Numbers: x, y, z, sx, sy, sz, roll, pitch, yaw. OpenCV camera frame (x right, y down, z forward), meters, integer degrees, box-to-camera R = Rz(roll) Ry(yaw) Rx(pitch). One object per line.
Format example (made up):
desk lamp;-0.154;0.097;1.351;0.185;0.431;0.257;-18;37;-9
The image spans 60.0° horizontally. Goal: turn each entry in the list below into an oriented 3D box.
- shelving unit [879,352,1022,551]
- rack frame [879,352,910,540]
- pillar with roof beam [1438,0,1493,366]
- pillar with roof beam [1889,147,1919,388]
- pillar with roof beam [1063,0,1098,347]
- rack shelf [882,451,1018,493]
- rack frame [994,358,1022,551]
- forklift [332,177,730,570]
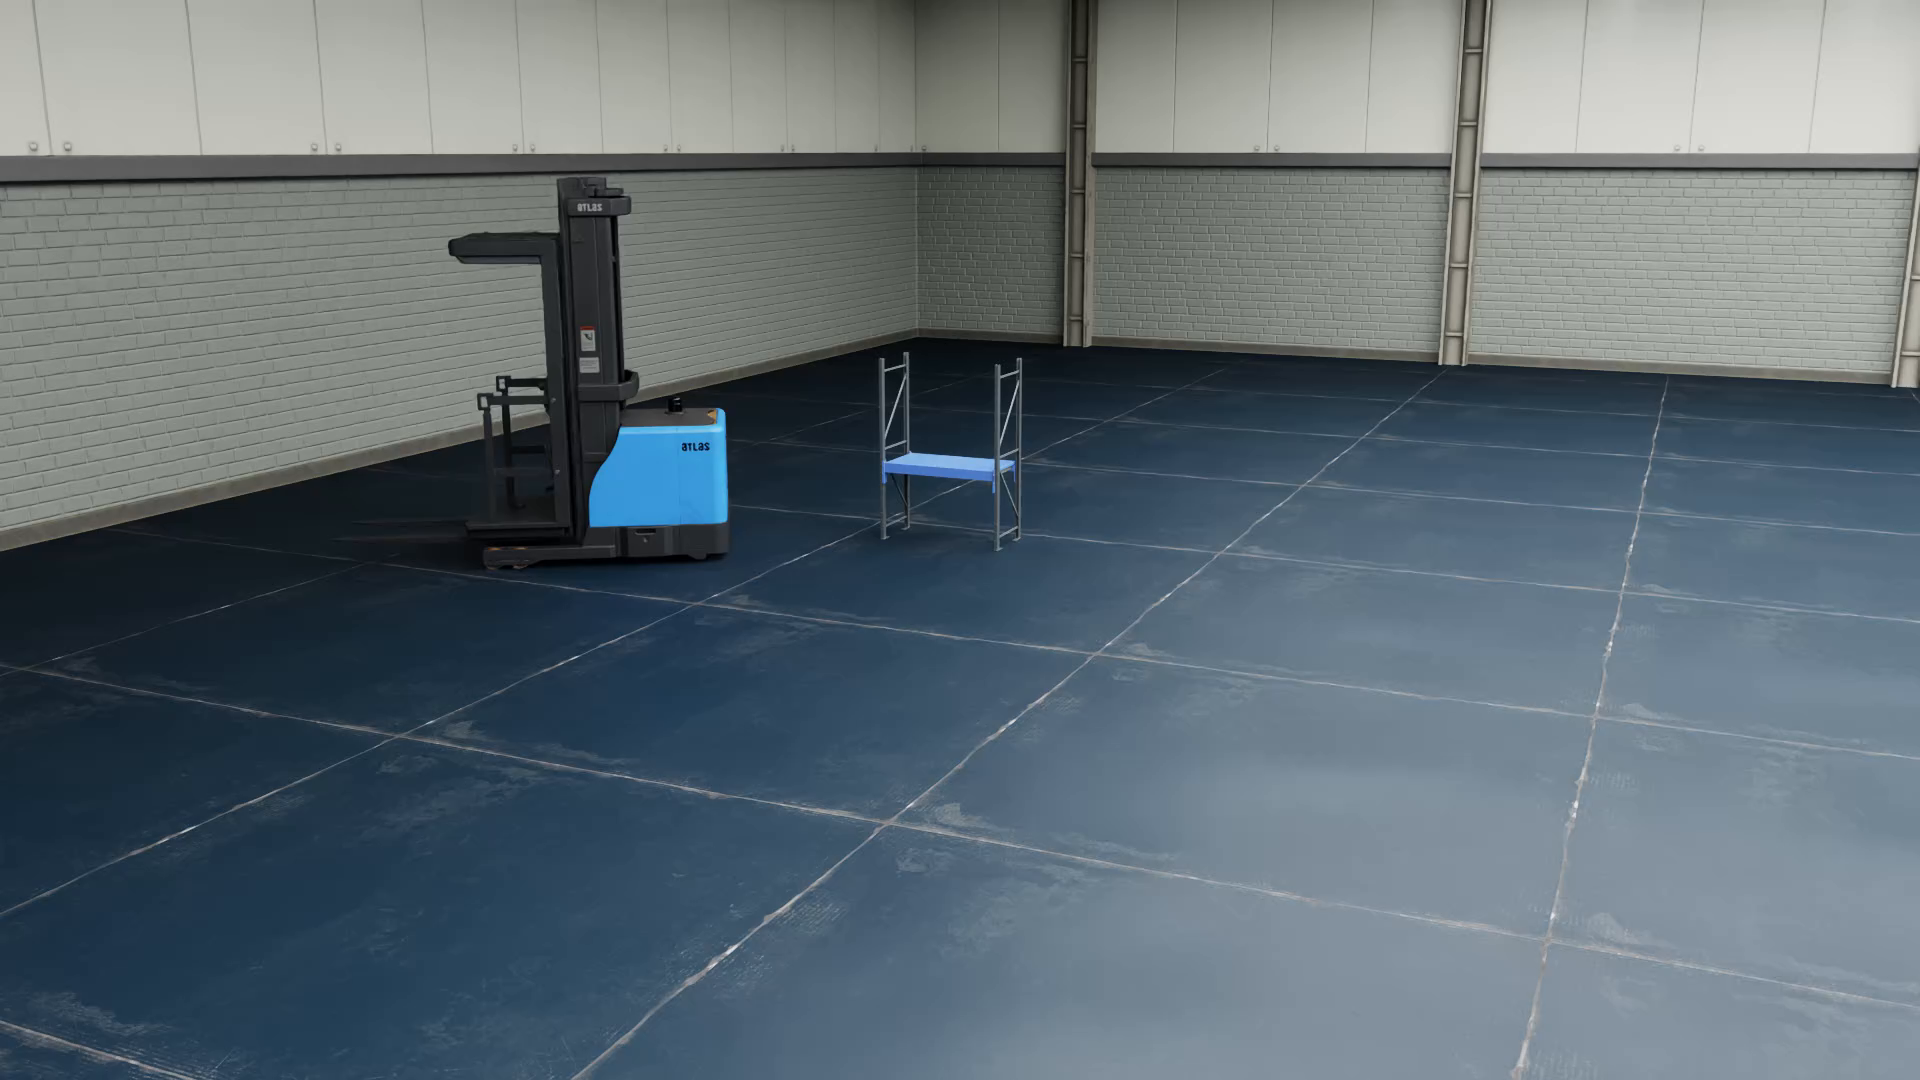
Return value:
shelving unit;-0.078;-0.738;13.617;1.048;1.500;0.538;6;14;23
rack frame;-0.543;-0.785;13.818;0.032;1.500;0.500;6;14;23
pillar with roof beam;5.680;-6.130;20.182;0.400;9.000;9.100;6;14;23
pillar with roof beam;11.166;-5.575;17.816;0.400;9.000;9.100;6;14;23
pillar with roof beam;0.194;-6.686;22.548;0.400;9.000;9.100;6;14;23
rack shelf;-0.078;-0.563;13.658;1.000;0.185;0.538;6;14;23
rack frame;0.387;-0.691;13.417;0.032;1.500;0.500;6;14;23
forklift;-3.369;-1.327;12.995;3.031;2.935;1.130;-2;13;-7
